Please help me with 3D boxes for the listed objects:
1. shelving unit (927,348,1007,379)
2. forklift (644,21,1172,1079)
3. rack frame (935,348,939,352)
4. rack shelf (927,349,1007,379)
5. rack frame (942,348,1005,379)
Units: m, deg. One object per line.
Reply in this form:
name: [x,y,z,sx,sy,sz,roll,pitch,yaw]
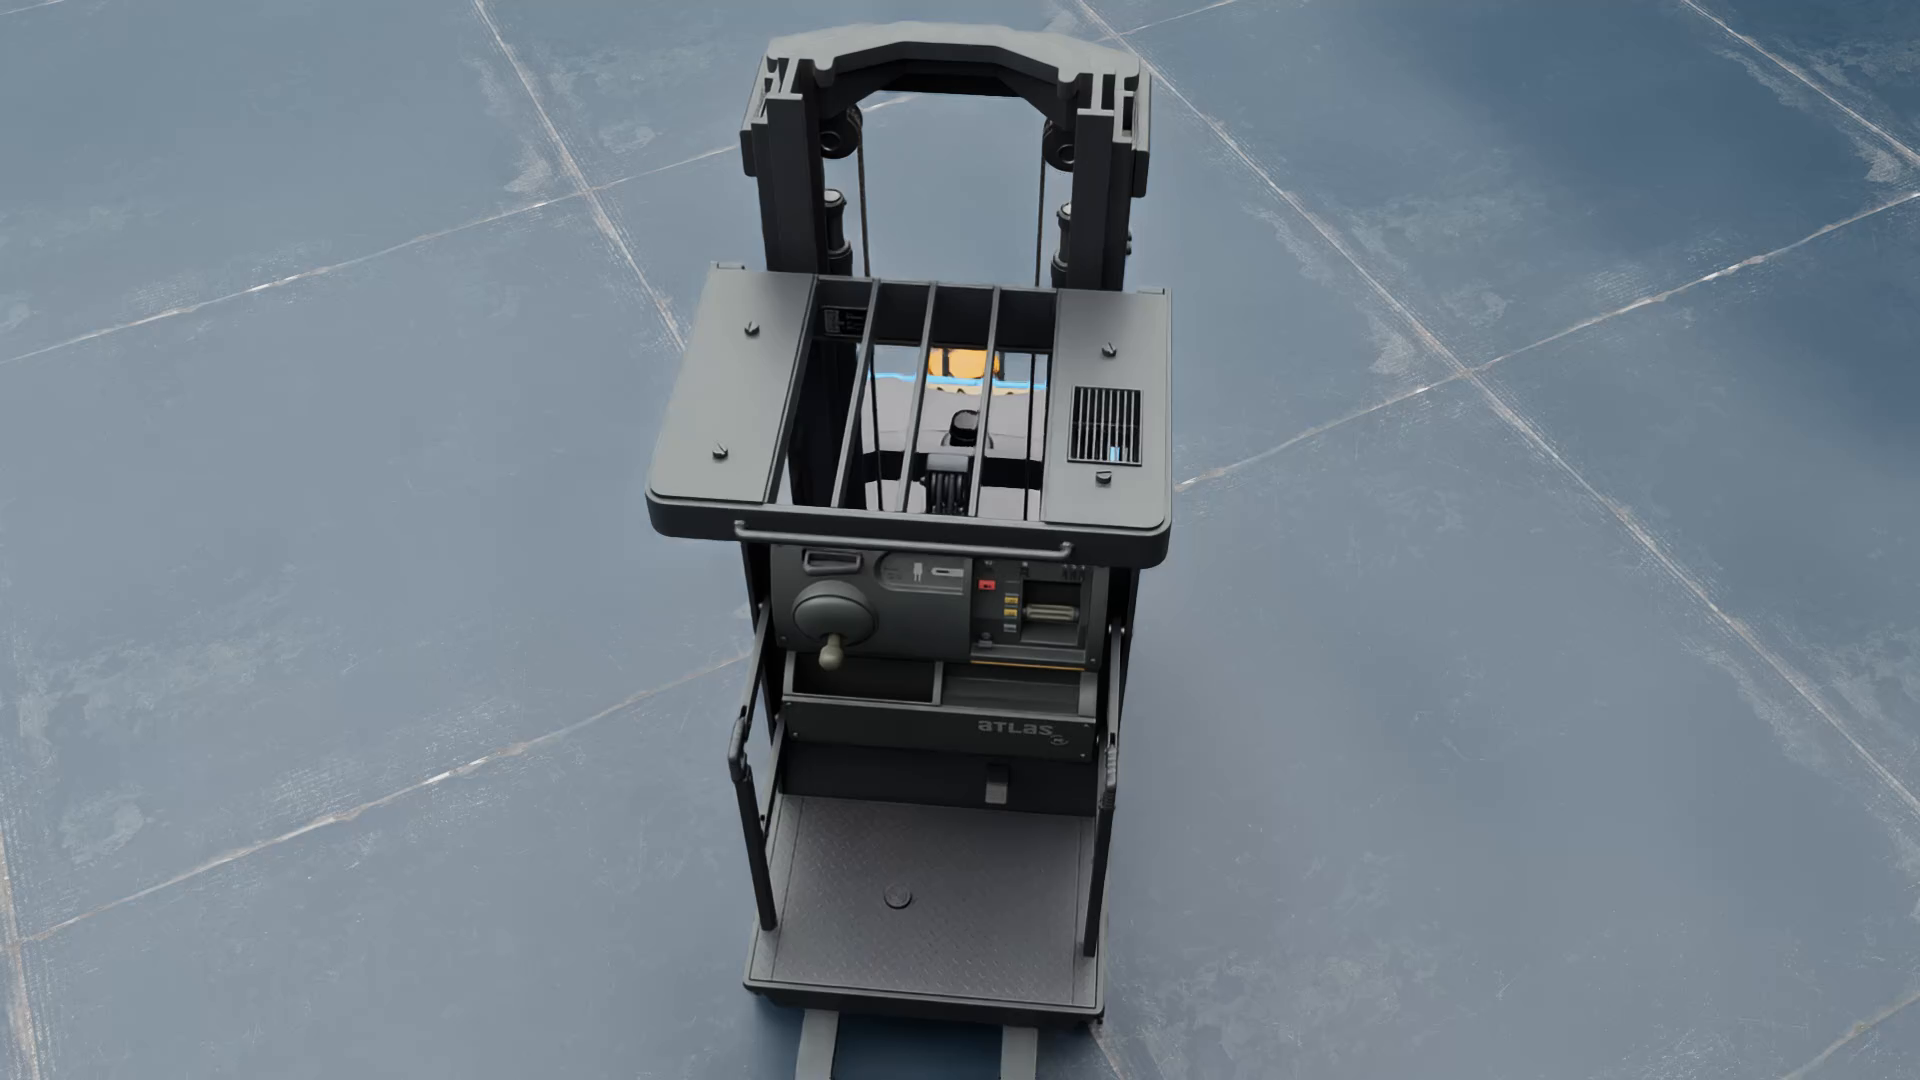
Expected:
shelving unit: [0.012,-0.398,6.194,0.258,1.200,0.189,-18,51,-15]
forklift: [-0.075,0.287,4.445,1.130,2.935,3.031,4,49,3]
rack frame: [-0.025,-0.461,6.249,0.240,1.200,0.006,-18,51,-15]
rack shelf: [0.012,-0.606,5.956,0.258,0.103,0.180,-18,51,-15]
rack frame: [0.048,-0.335,6.139,0.240,1.200,0.006,-18,51,-15]
